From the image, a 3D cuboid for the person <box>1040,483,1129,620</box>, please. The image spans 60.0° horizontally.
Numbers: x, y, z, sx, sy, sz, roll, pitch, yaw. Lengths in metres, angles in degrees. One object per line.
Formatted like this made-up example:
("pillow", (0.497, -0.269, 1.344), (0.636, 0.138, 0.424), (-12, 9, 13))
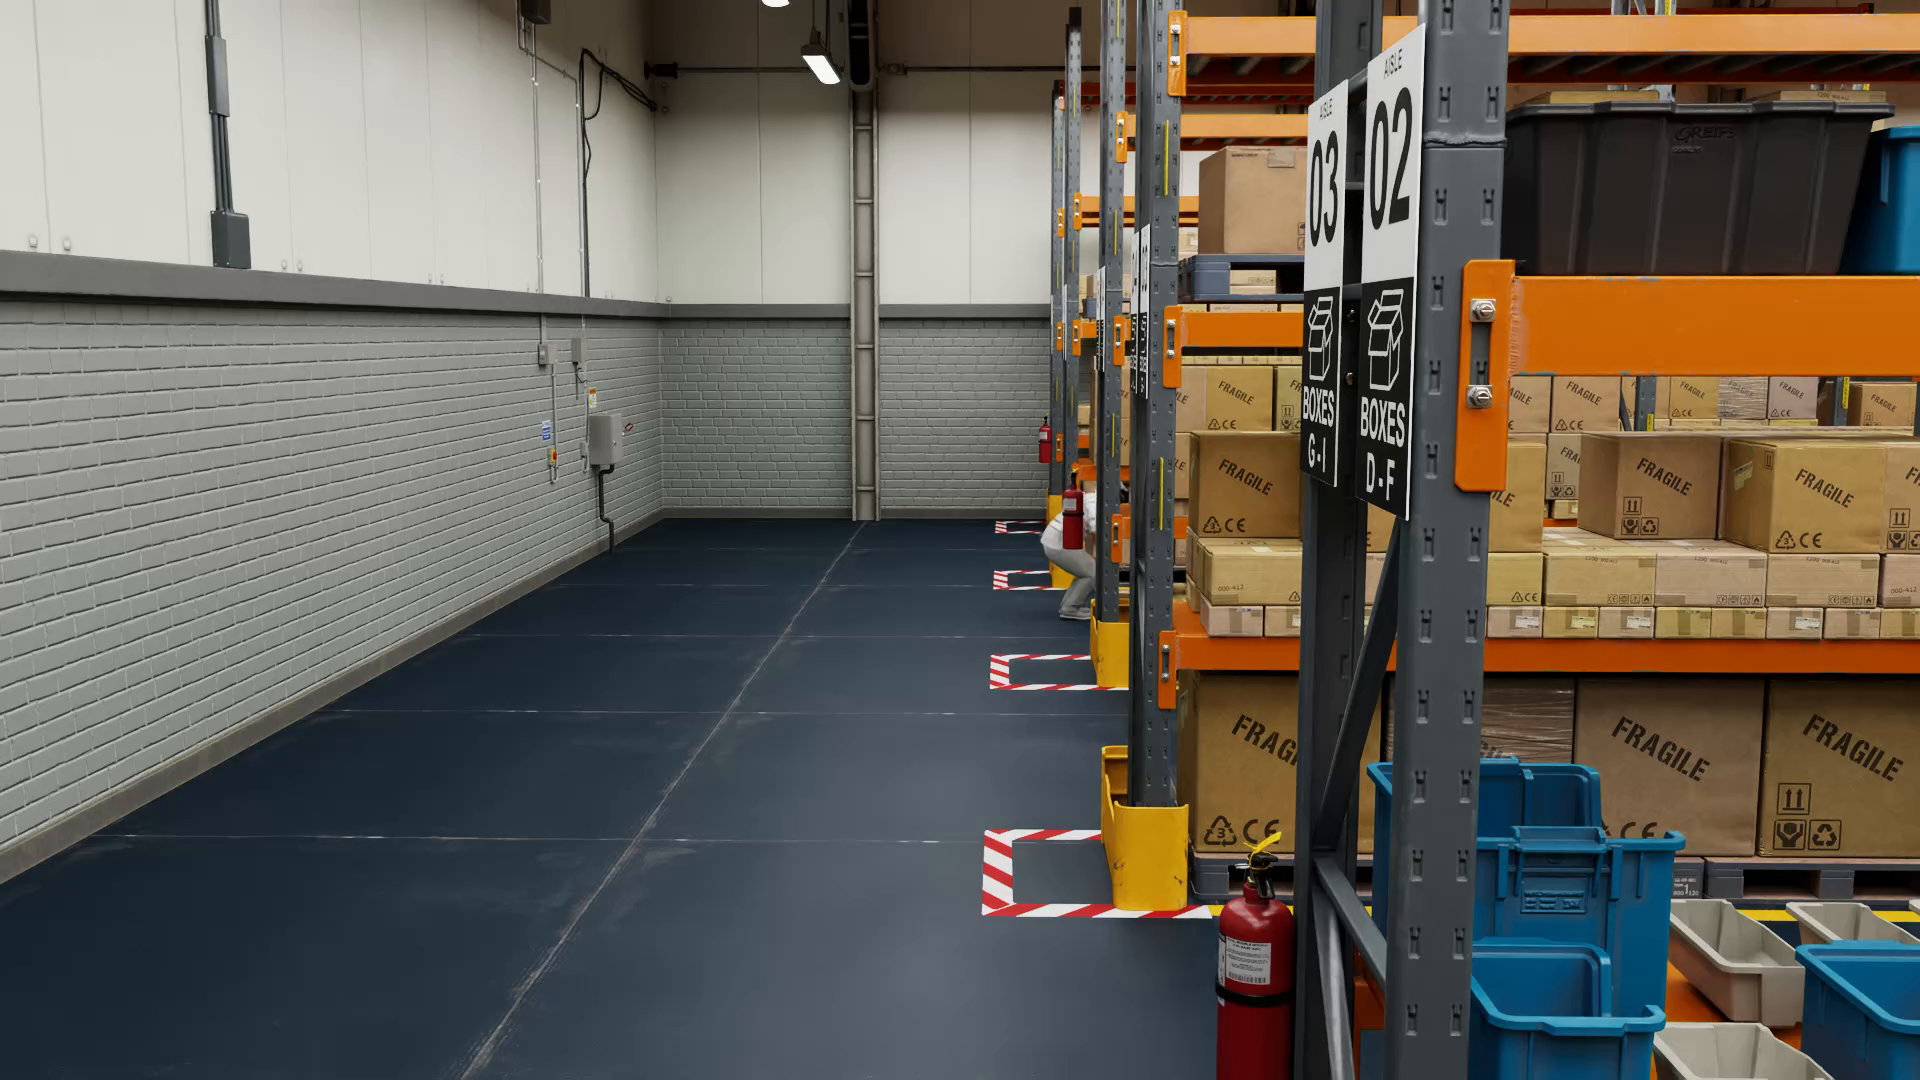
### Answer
("person", (1.193, 0.081, 15.861), (0.855, 1.317, 0.588), (0, 7, 1))
